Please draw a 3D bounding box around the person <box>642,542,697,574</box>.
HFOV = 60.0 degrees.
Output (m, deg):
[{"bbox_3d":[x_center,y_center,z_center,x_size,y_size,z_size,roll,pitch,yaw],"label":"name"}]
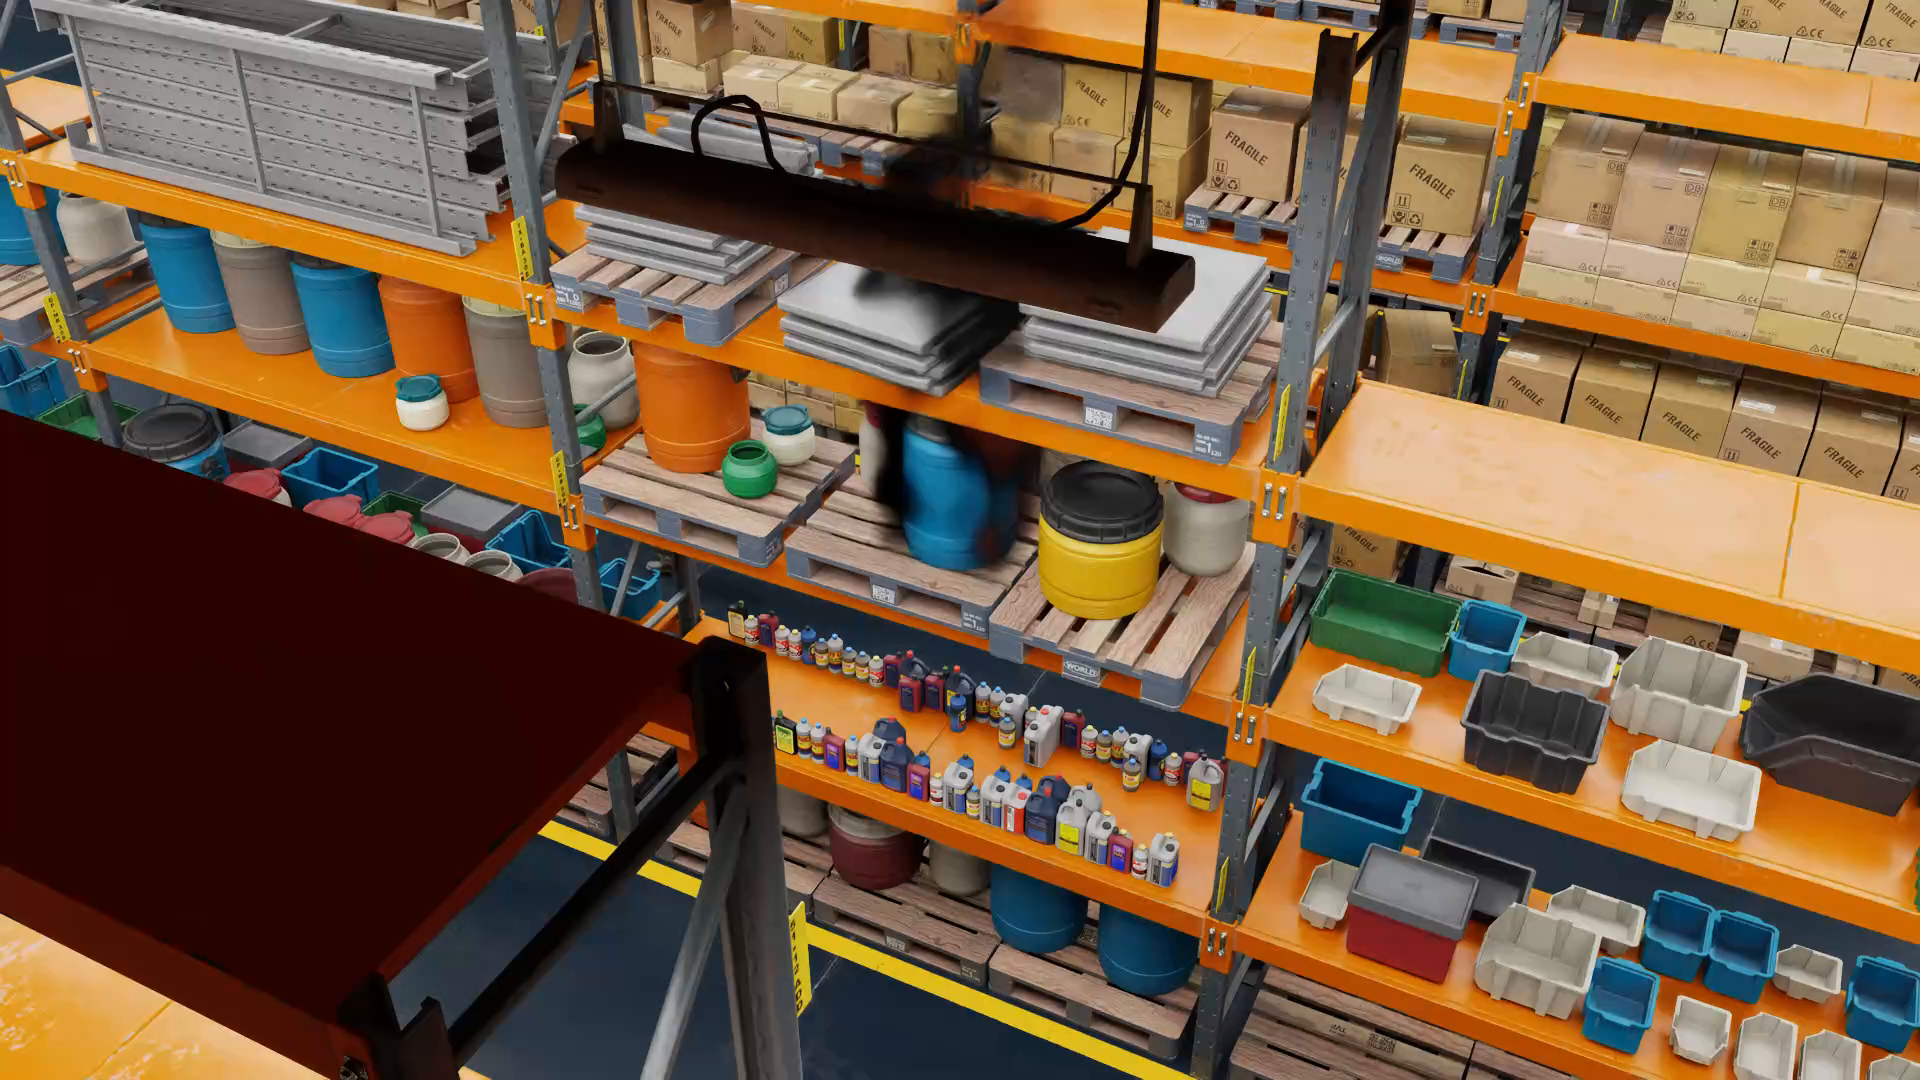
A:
[{"bbox_3d":[-2.304,-0.380,13.018,0.579,1.602,0.605,10,36,14],"label":"person"}]
